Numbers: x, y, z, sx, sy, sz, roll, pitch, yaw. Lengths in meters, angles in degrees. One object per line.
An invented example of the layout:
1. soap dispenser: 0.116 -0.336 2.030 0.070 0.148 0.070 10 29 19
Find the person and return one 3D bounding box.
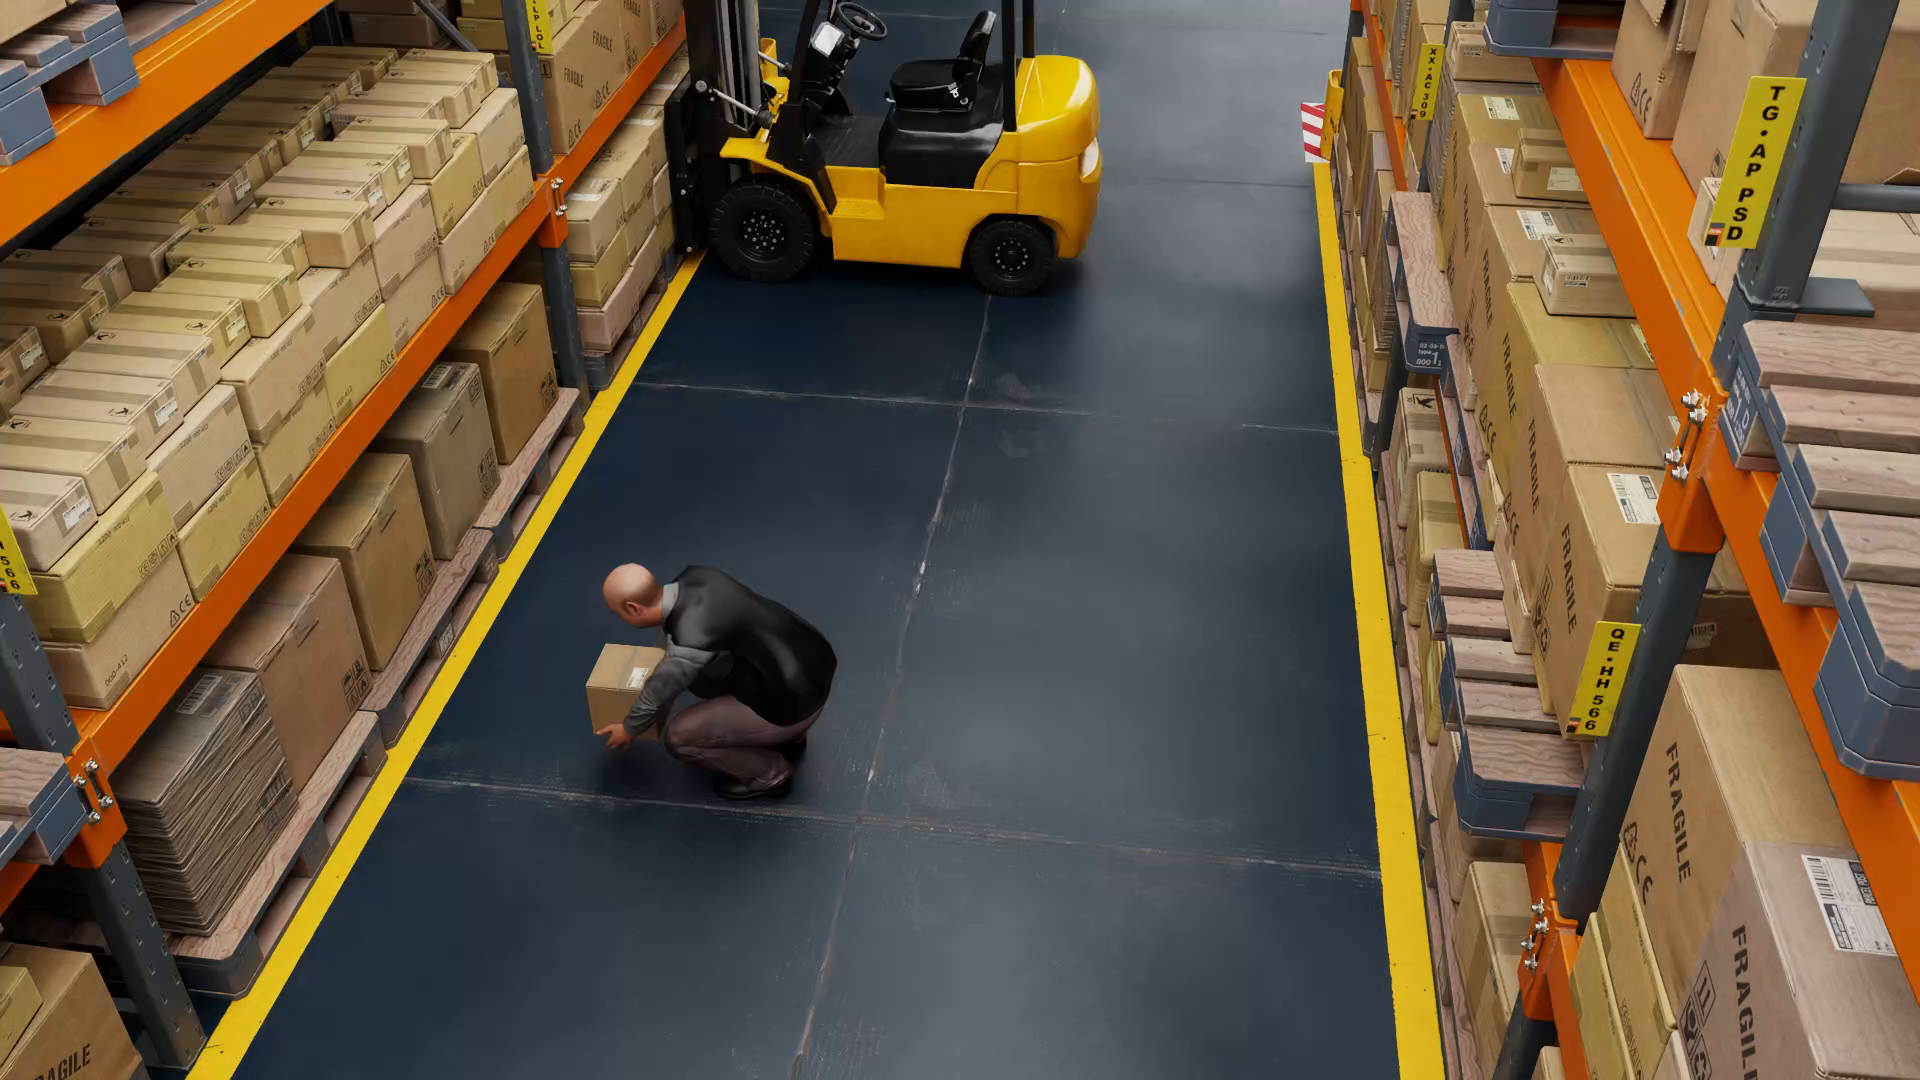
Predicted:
1. person: -0.909 0.519 6.185 0.879 0.877 0.522 4 36 5
